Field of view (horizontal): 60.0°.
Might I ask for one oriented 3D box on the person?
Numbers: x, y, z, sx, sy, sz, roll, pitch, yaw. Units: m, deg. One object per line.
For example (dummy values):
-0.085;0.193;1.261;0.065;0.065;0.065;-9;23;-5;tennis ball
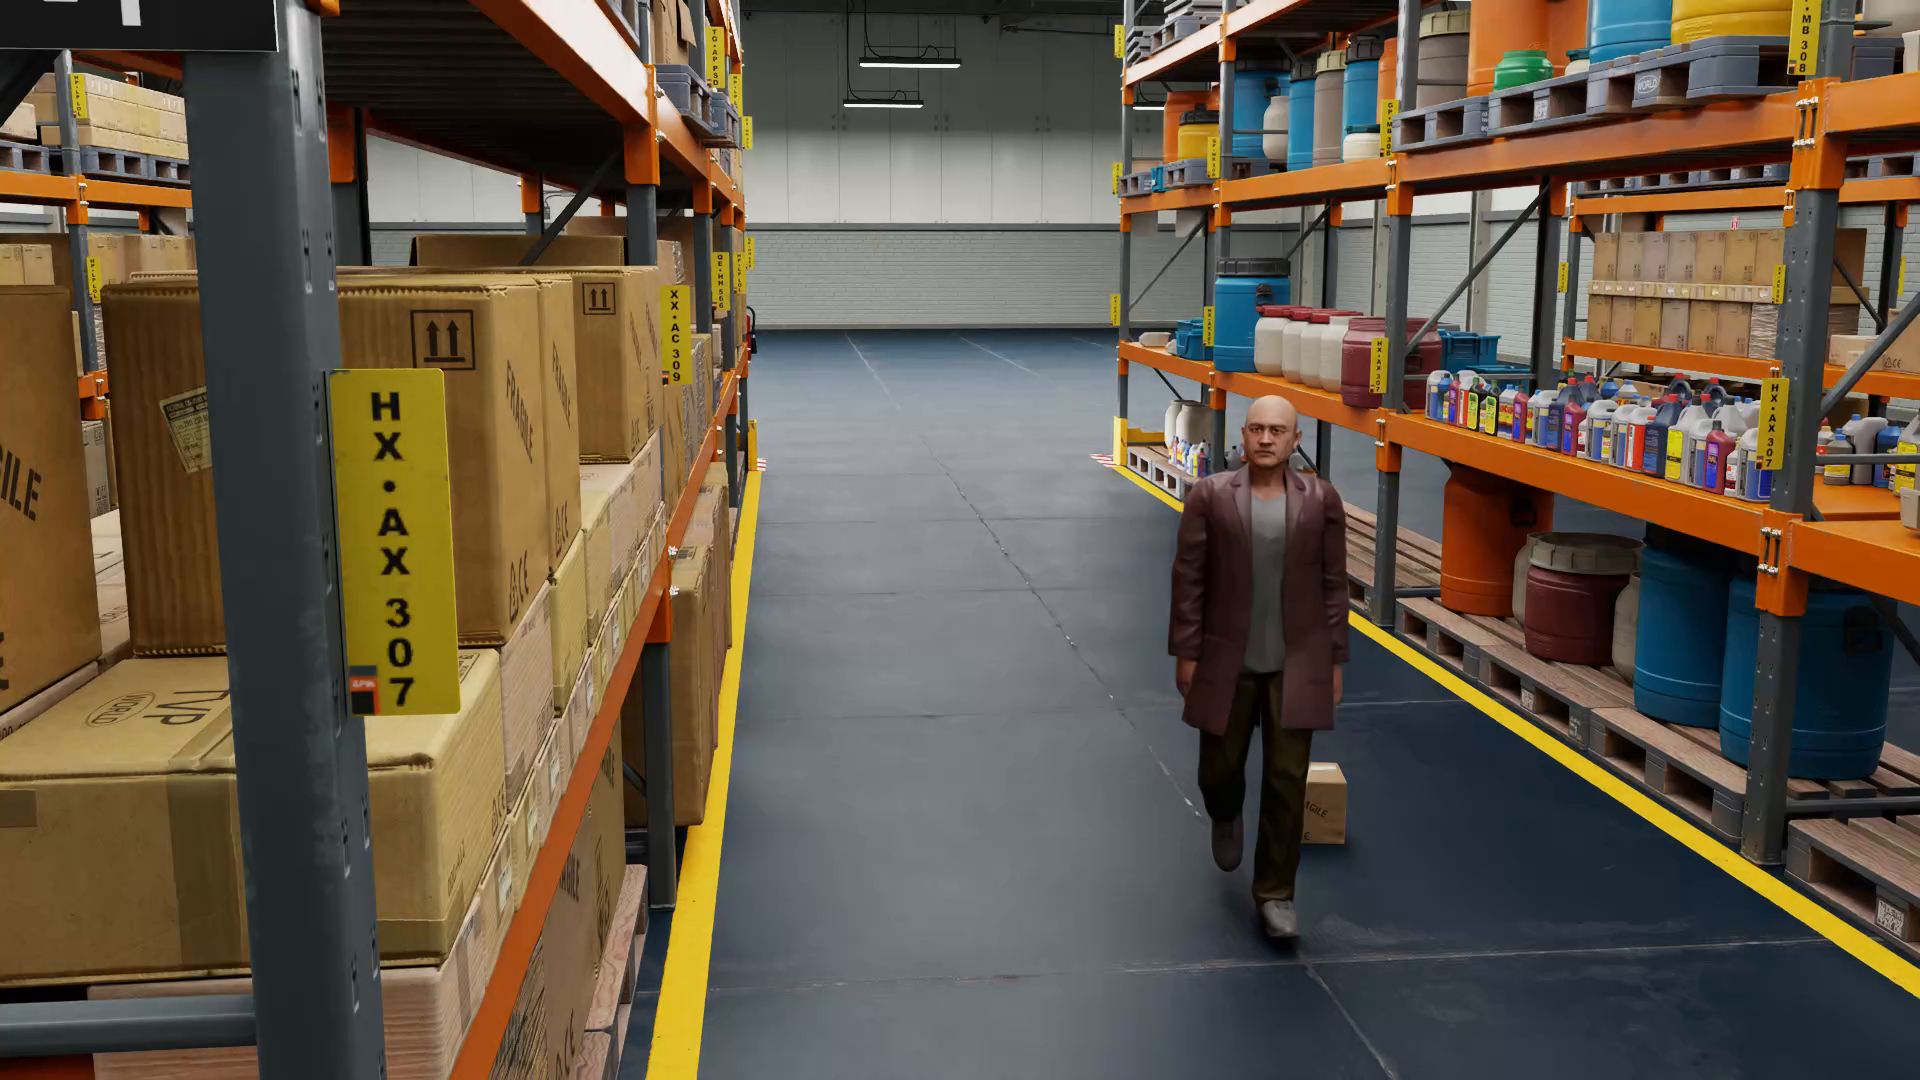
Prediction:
1.005;0.387;5.598;0.605;1.754;0.780;1;10;8;person
